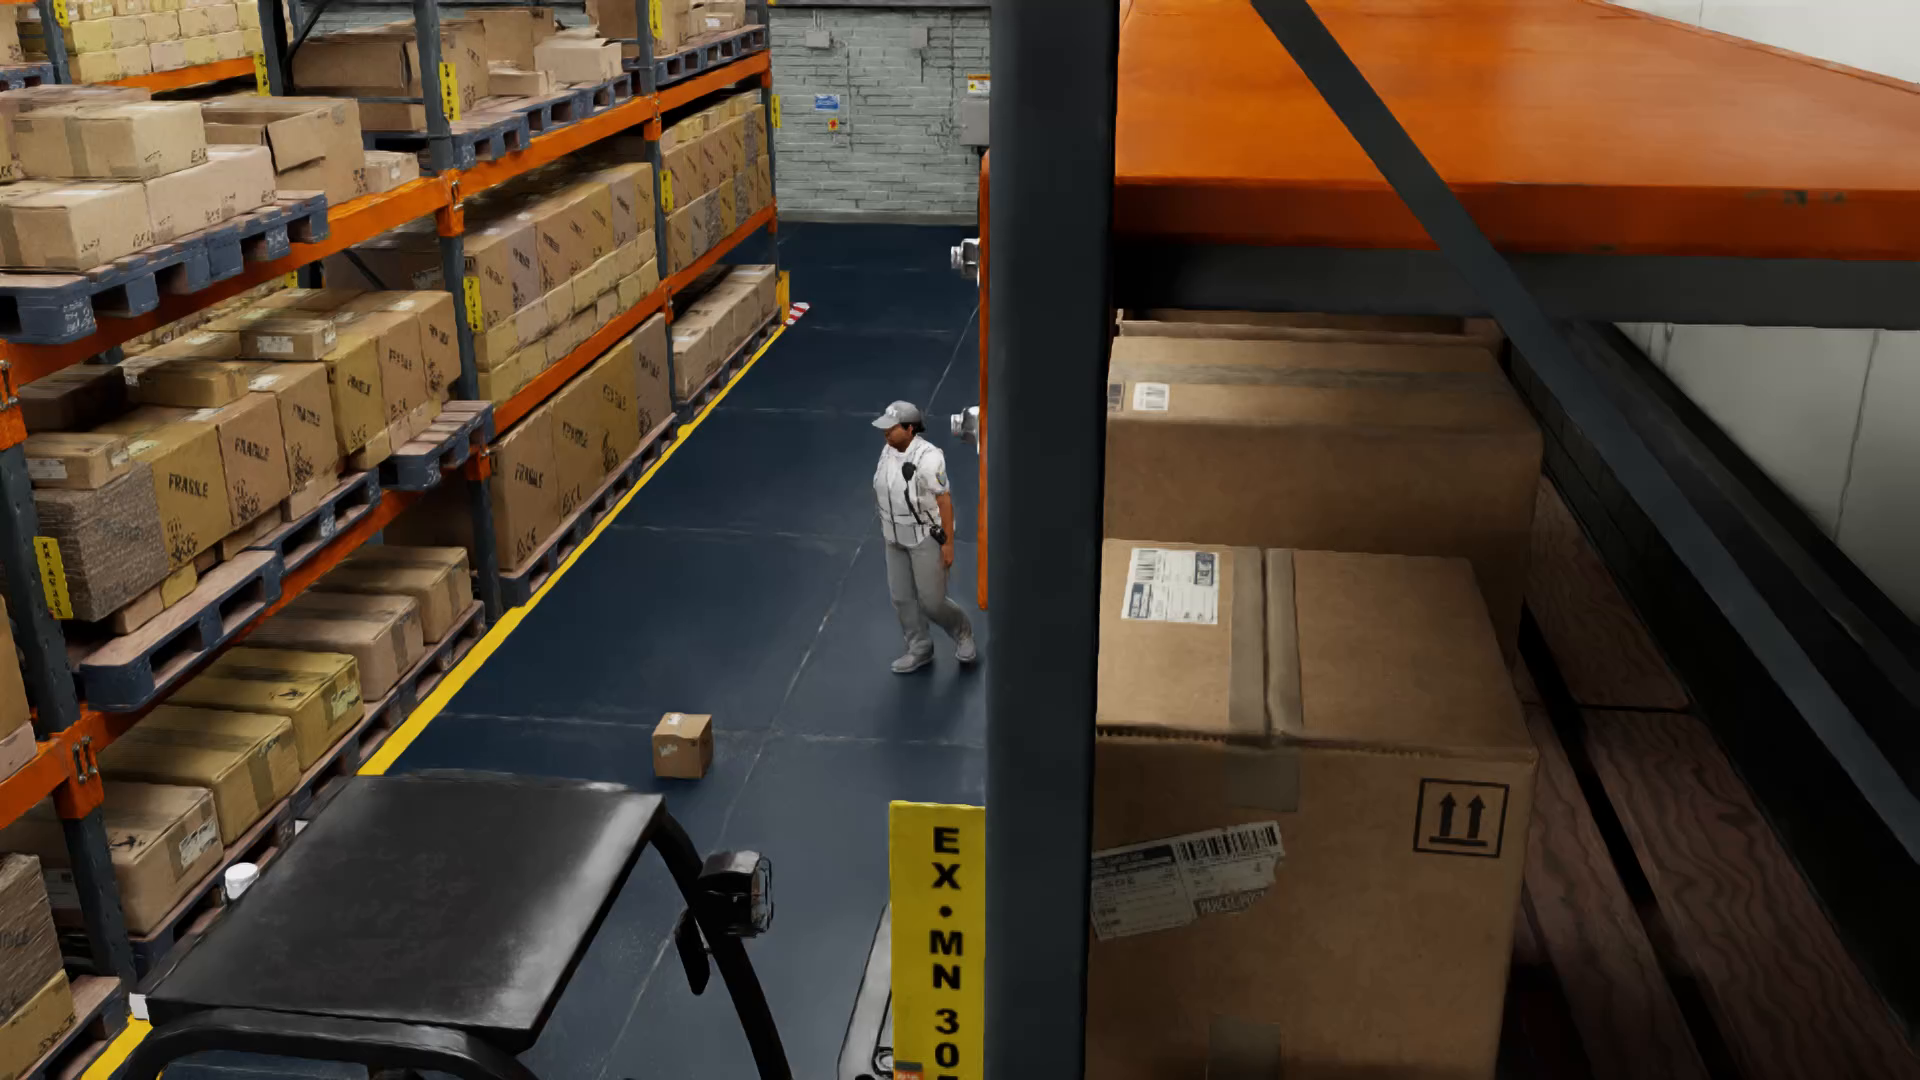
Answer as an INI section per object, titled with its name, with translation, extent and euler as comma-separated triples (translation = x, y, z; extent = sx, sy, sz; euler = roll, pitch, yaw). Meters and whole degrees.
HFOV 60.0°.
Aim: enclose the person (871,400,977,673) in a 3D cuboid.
[person]
translation = -0.207, -0.021, 9.637
extent = 0.547, 1.655, 0.575
euler = 19, 28, 40
